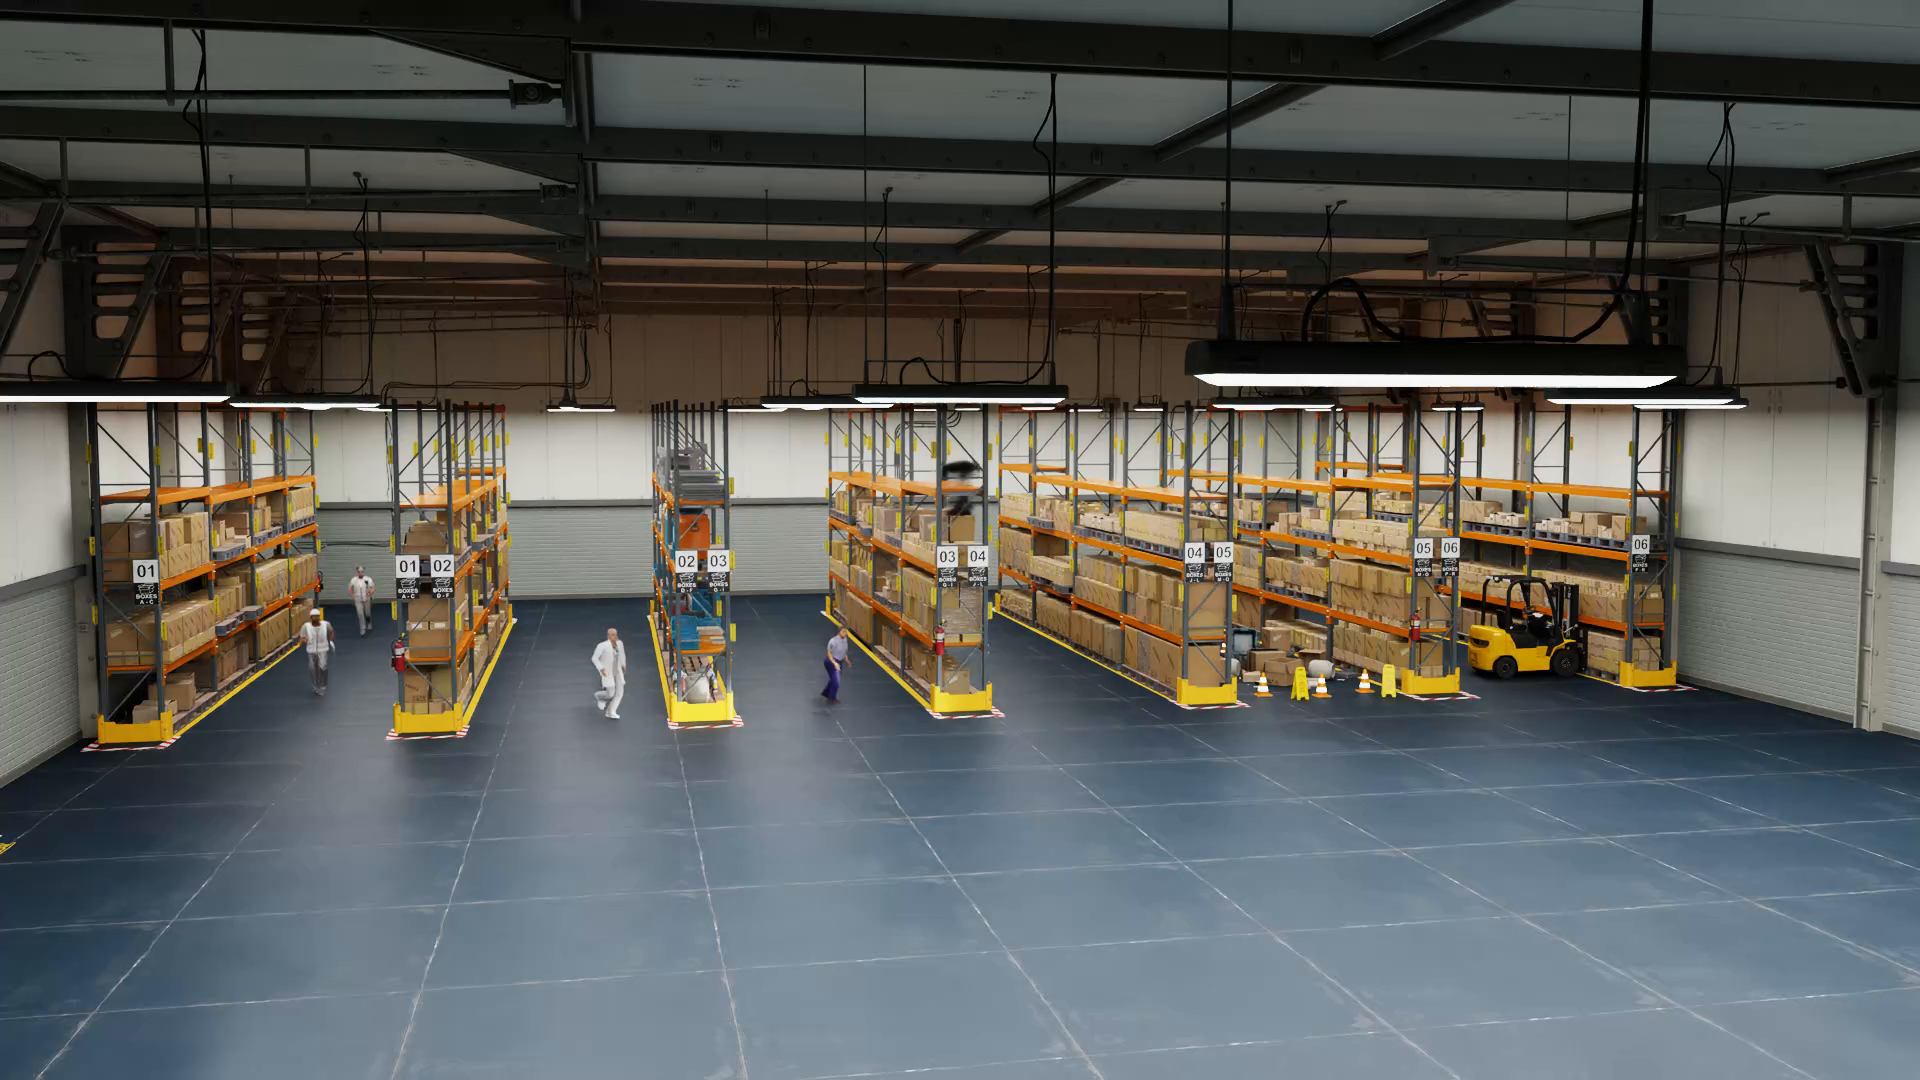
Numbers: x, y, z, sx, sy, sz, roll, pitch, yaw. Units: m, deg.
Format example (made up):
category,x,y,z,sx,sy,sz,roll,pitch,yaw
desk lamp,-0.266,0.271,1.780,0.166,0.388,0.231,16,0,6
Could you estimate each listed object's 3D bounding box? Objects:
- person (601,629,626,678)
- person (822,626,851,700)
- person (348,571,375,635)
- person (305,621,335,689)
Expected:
category,x,y,z,sx,sy,sz,roll,pitch,yaw
person,-6.557,2.117,31.350,0.681,0.897,0.438,-4,6,-41
person,-2.494,2.425,32.959,0.648,1.498,0.555,2,5,29
person,-15.696,1.592,43.632,0.678,1.723,0.780,-1,5,-18
person,-12.994,2.350,33.728,0.571,1.396,0.816,-1,4,-16
